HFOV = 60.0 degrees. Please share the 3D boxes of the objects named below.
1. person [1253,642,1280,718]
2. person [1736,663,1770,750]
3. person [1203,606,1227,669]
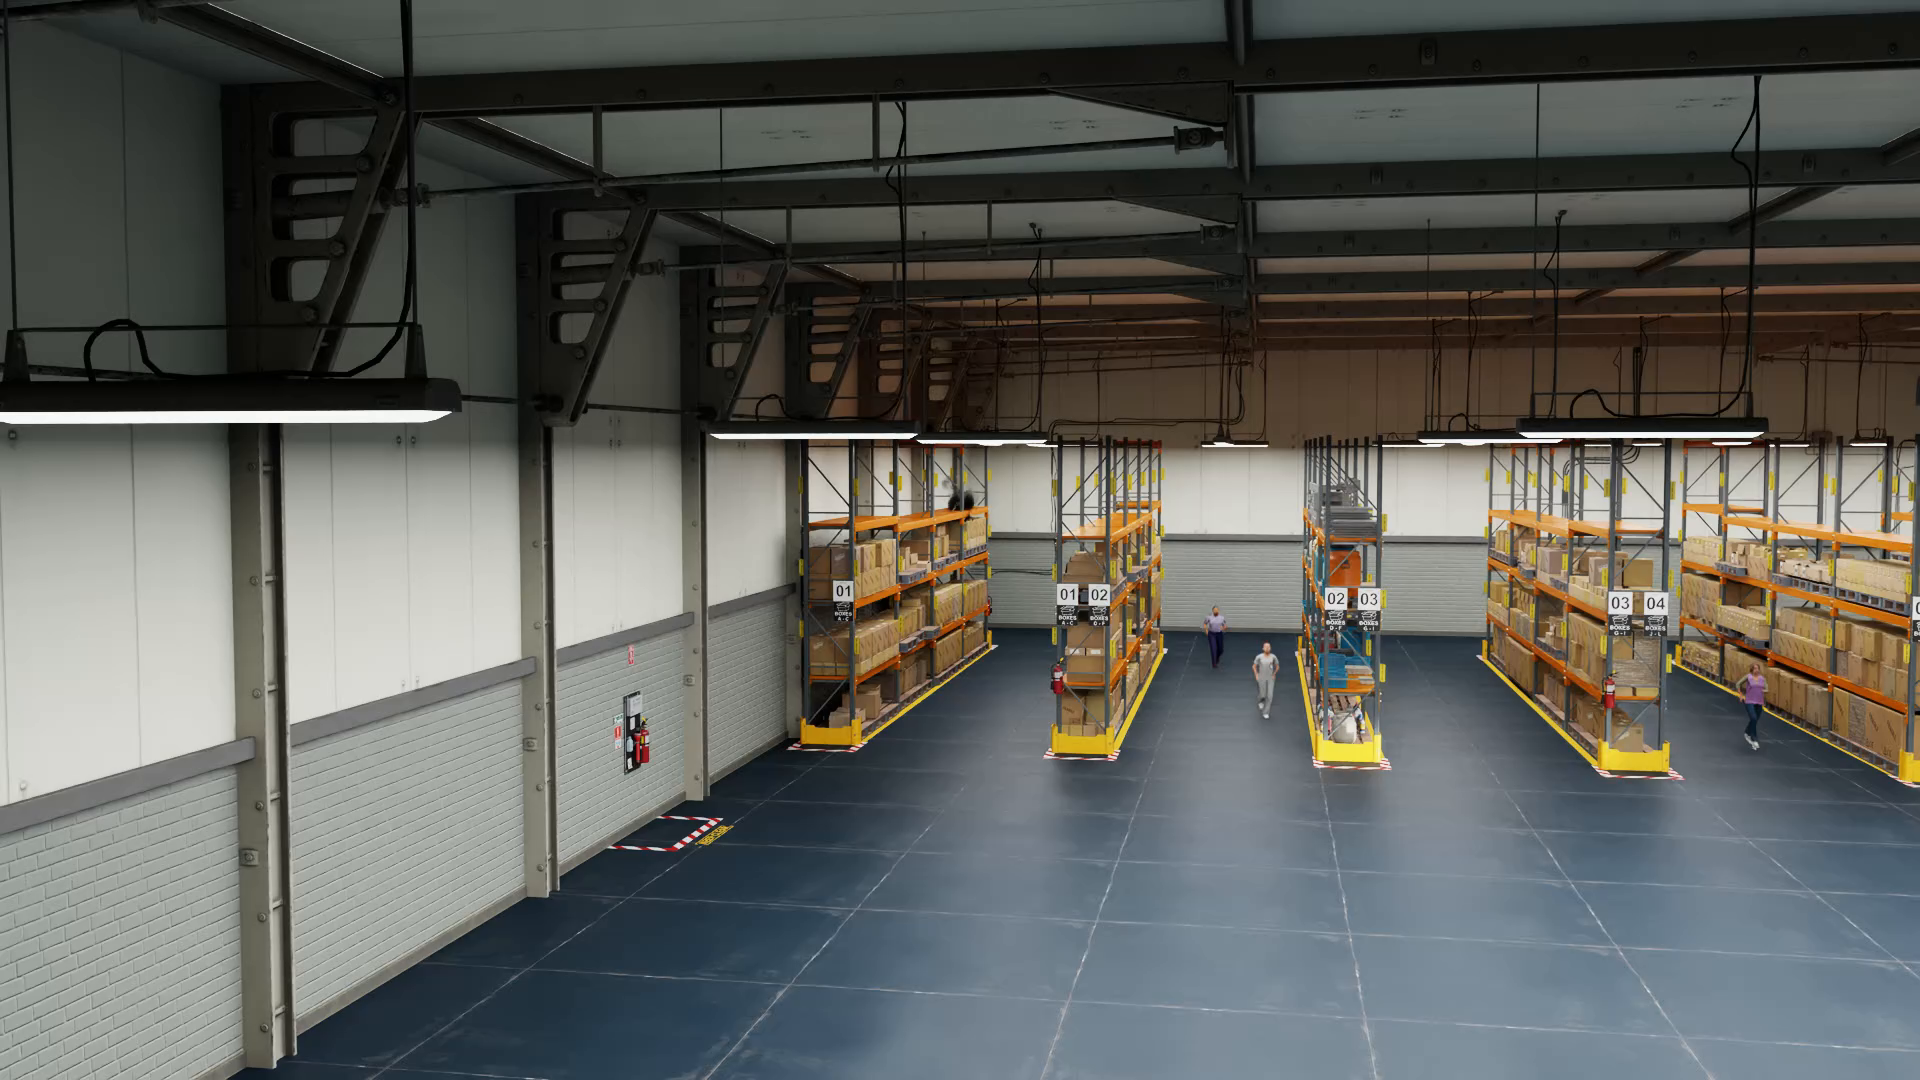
[{"bbox_3d":[6.564,2.988,35.636,0.565,1.626,0.573,0,3,2],"label":"person"},{"bbox_3d":[15.291,3.174,32.052,0.516,1.632,0.759,0,3,-1],"label":"person"},{"bbox_3d":[6.730,2.546,43.825,0.620,1.614,0.823,0,3,-1],"label":"person"}]
